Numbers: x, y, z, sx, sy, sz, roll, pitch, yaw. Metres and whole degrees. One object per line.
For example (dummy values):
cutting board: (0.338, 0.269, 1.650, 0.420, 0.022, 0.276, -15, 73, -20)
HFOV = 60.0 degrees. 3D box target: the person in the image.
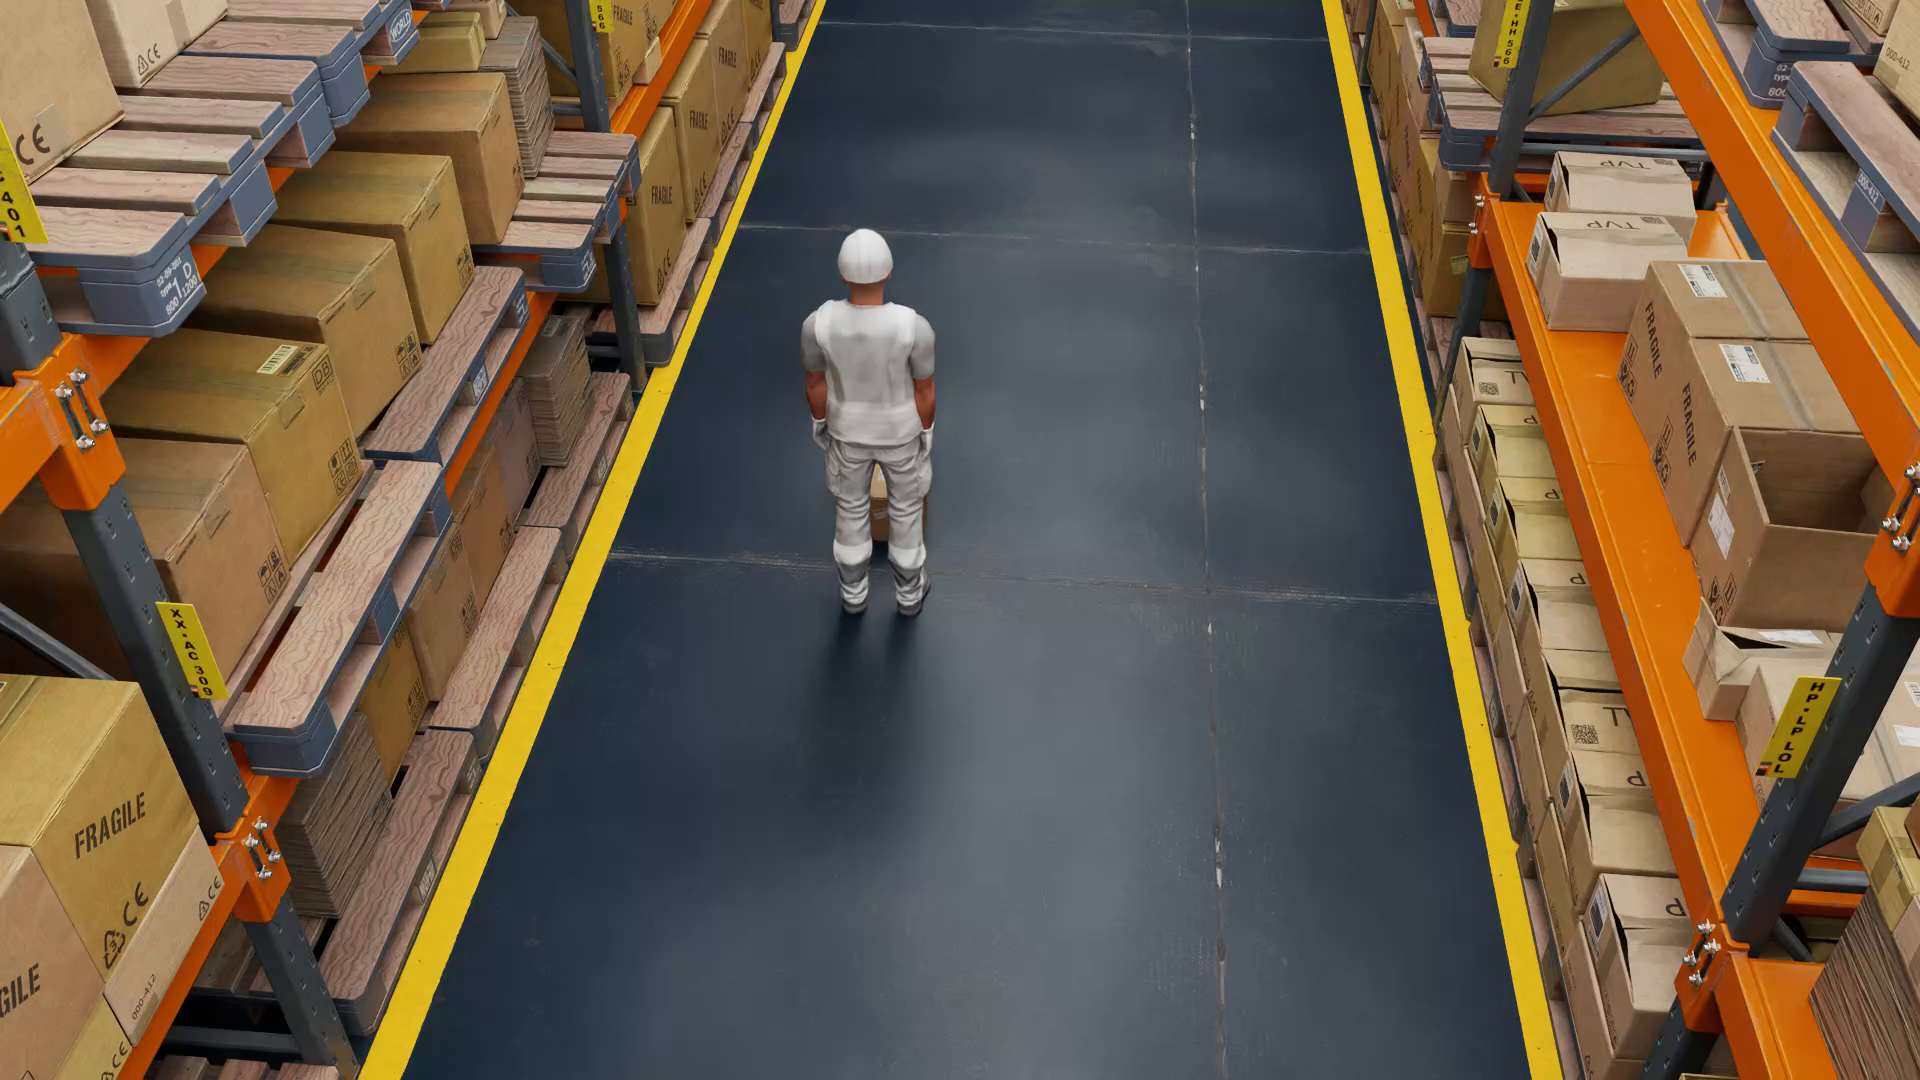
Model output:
person: (-0.348, -0.446, 6.677, 0.525, 1.784, 0.339, 4, 40, 5)
